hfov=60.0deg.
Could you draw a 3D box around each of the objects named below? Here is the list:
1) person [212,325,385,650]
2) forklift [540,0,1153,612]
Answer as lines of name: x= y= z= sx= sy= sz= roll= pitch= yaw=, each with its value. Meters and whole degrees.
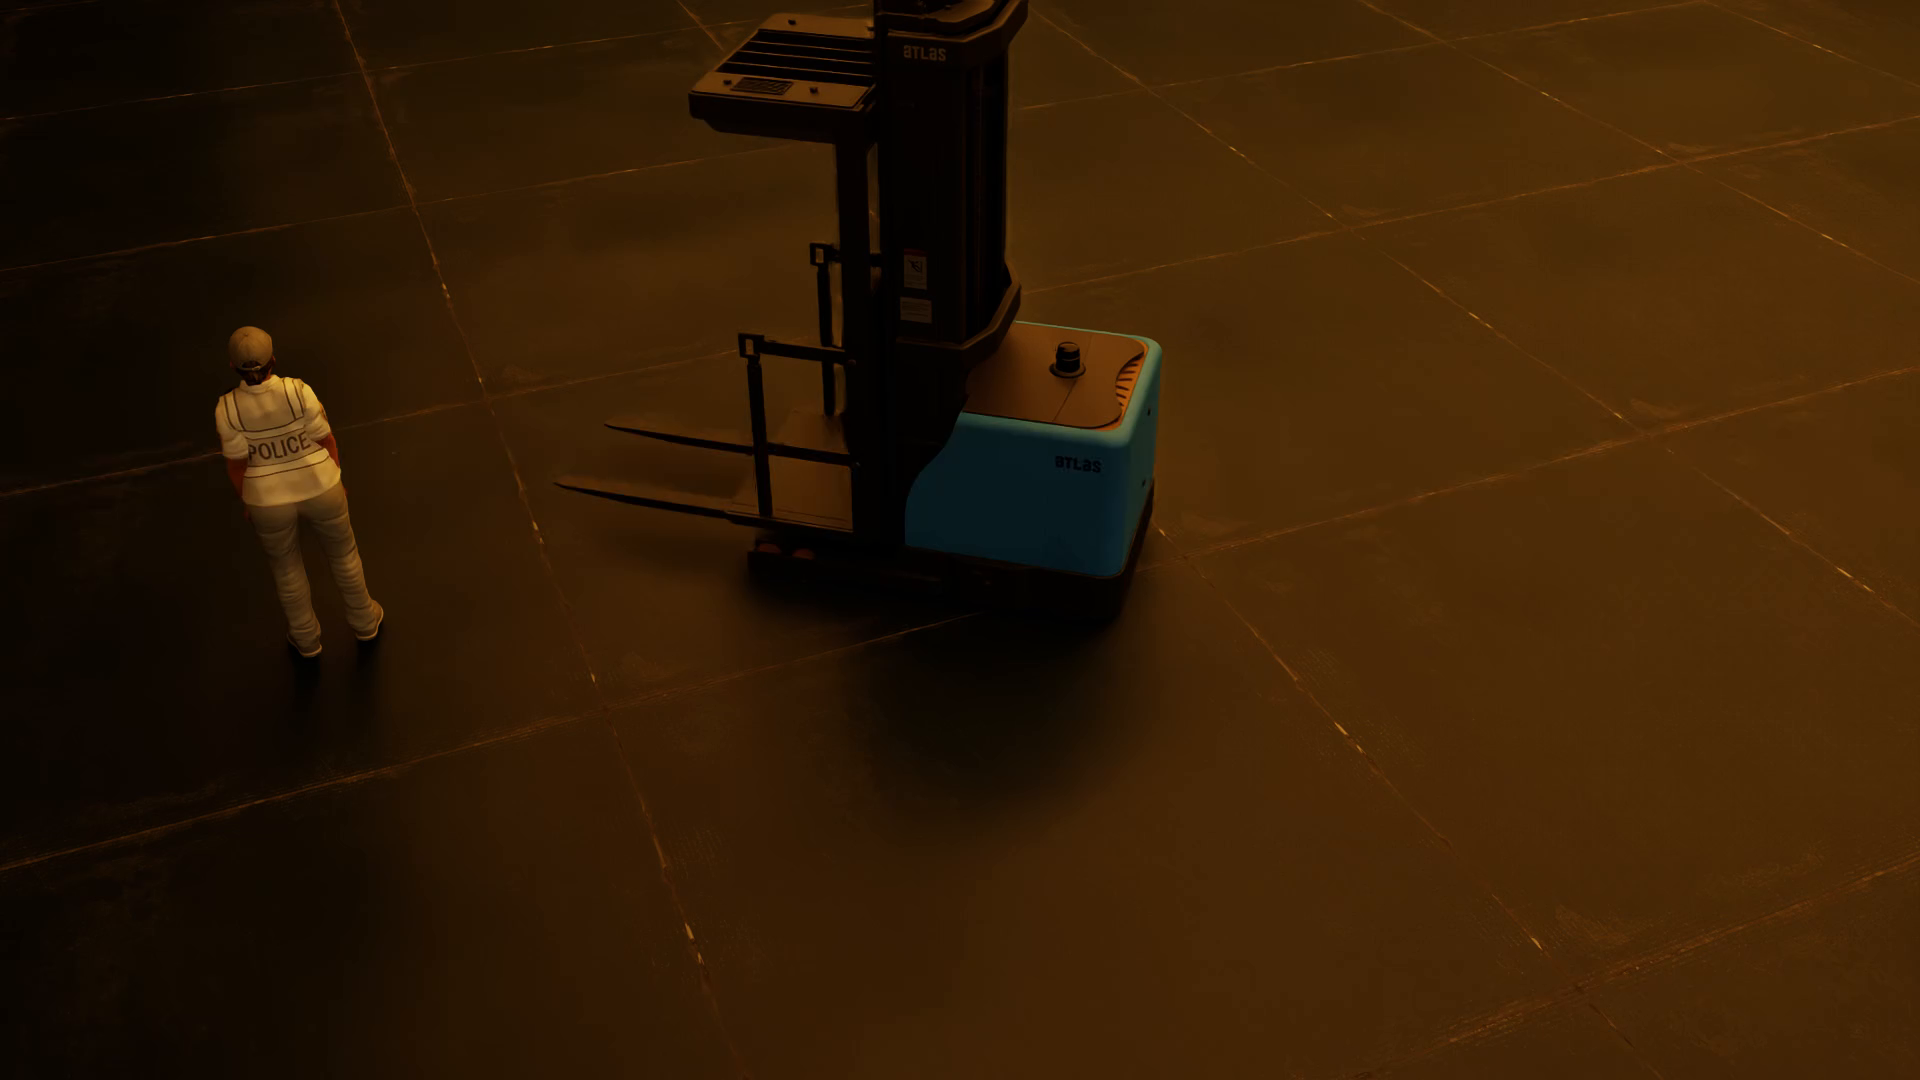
person: x=-3.001 y=-0.228 z=7.460 sx=0.518 sy=1.662 sz=0.415 roll=11 pitch=37 yaw=15
forklift: x=-0.587 y=-1.221 z=7.816 sx=3.031 sy=2.935 sz=1.130 roll=4 pitch=36 yaw=6
